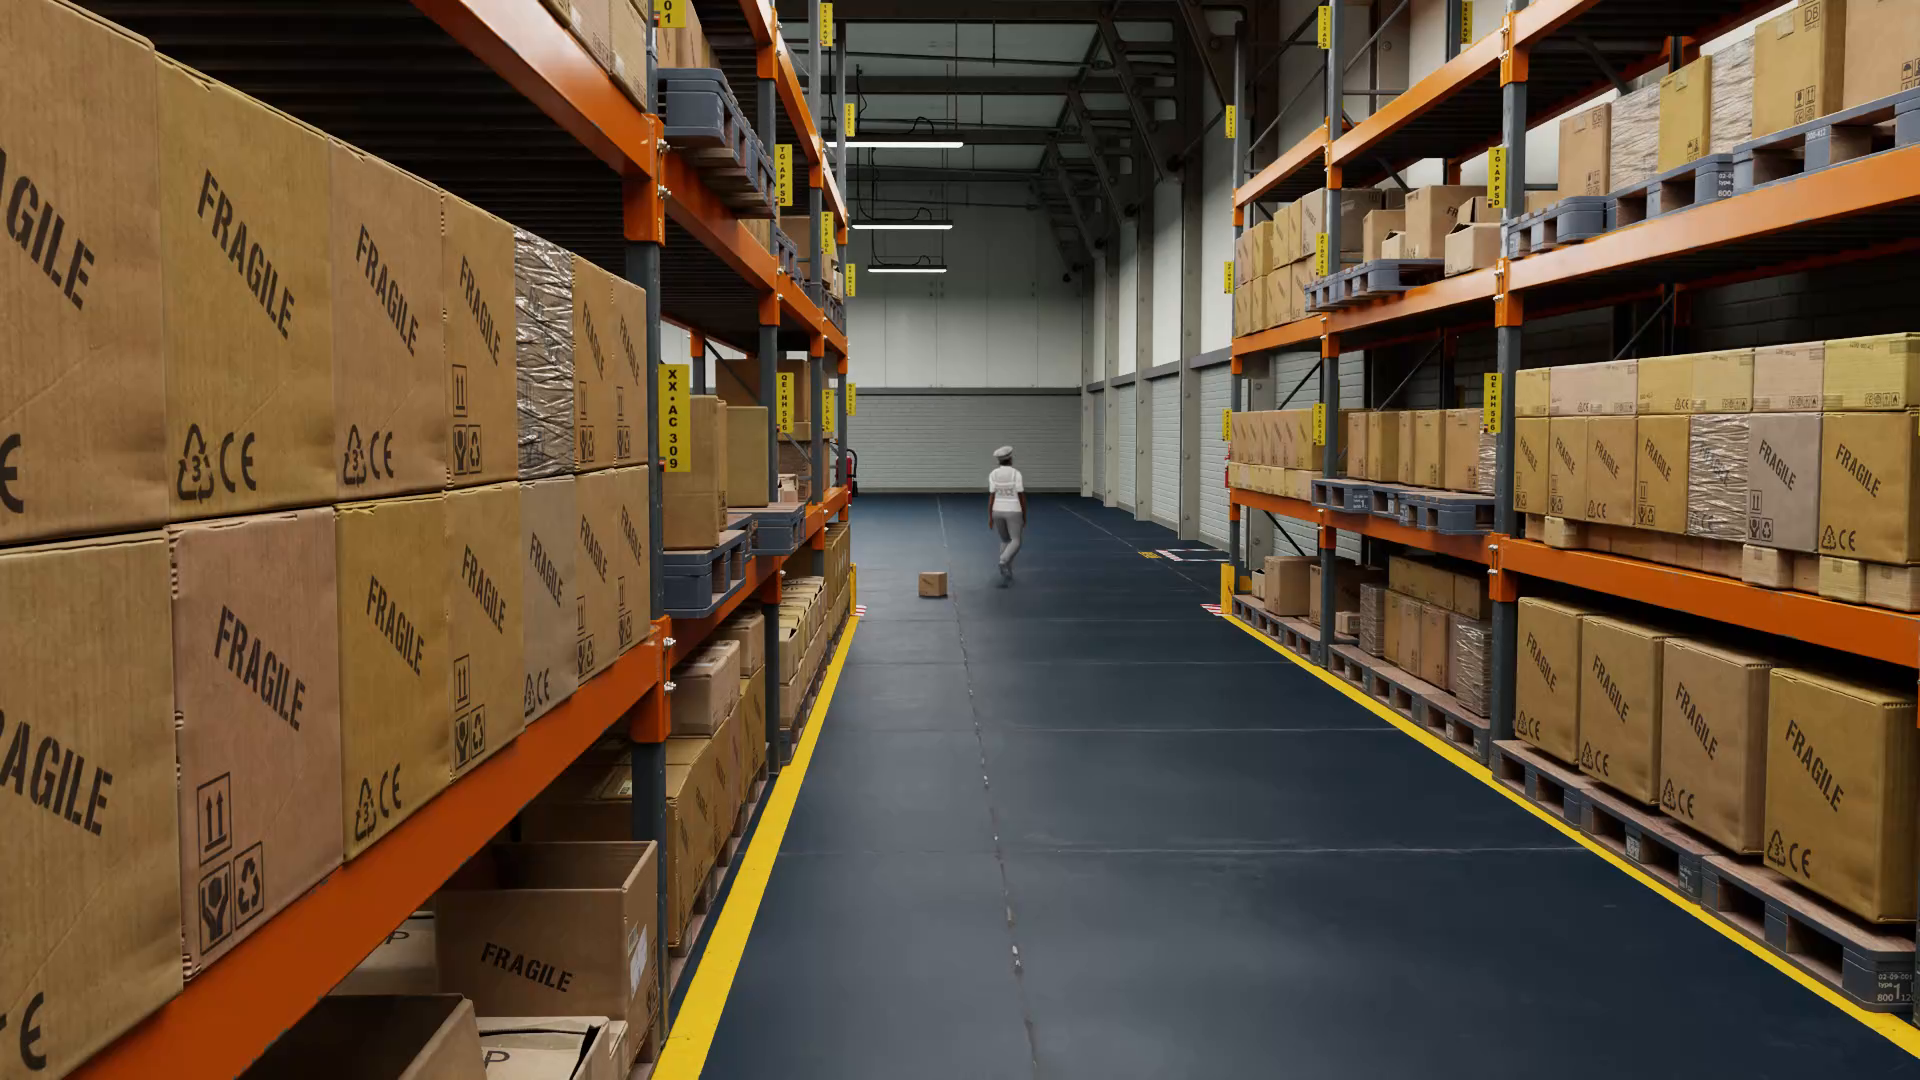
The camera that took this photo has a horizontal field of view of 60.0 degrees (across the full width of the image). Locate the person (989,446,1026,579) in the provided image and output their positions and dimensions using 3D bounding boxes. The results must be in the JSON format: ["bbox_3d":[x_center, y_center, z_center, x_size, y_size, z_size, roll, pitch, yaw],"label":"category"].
[{"bbox_3d":[0.579,-0.334,20.573,0.459,1.658,0.823,2,4,23],"label":"person"}]
